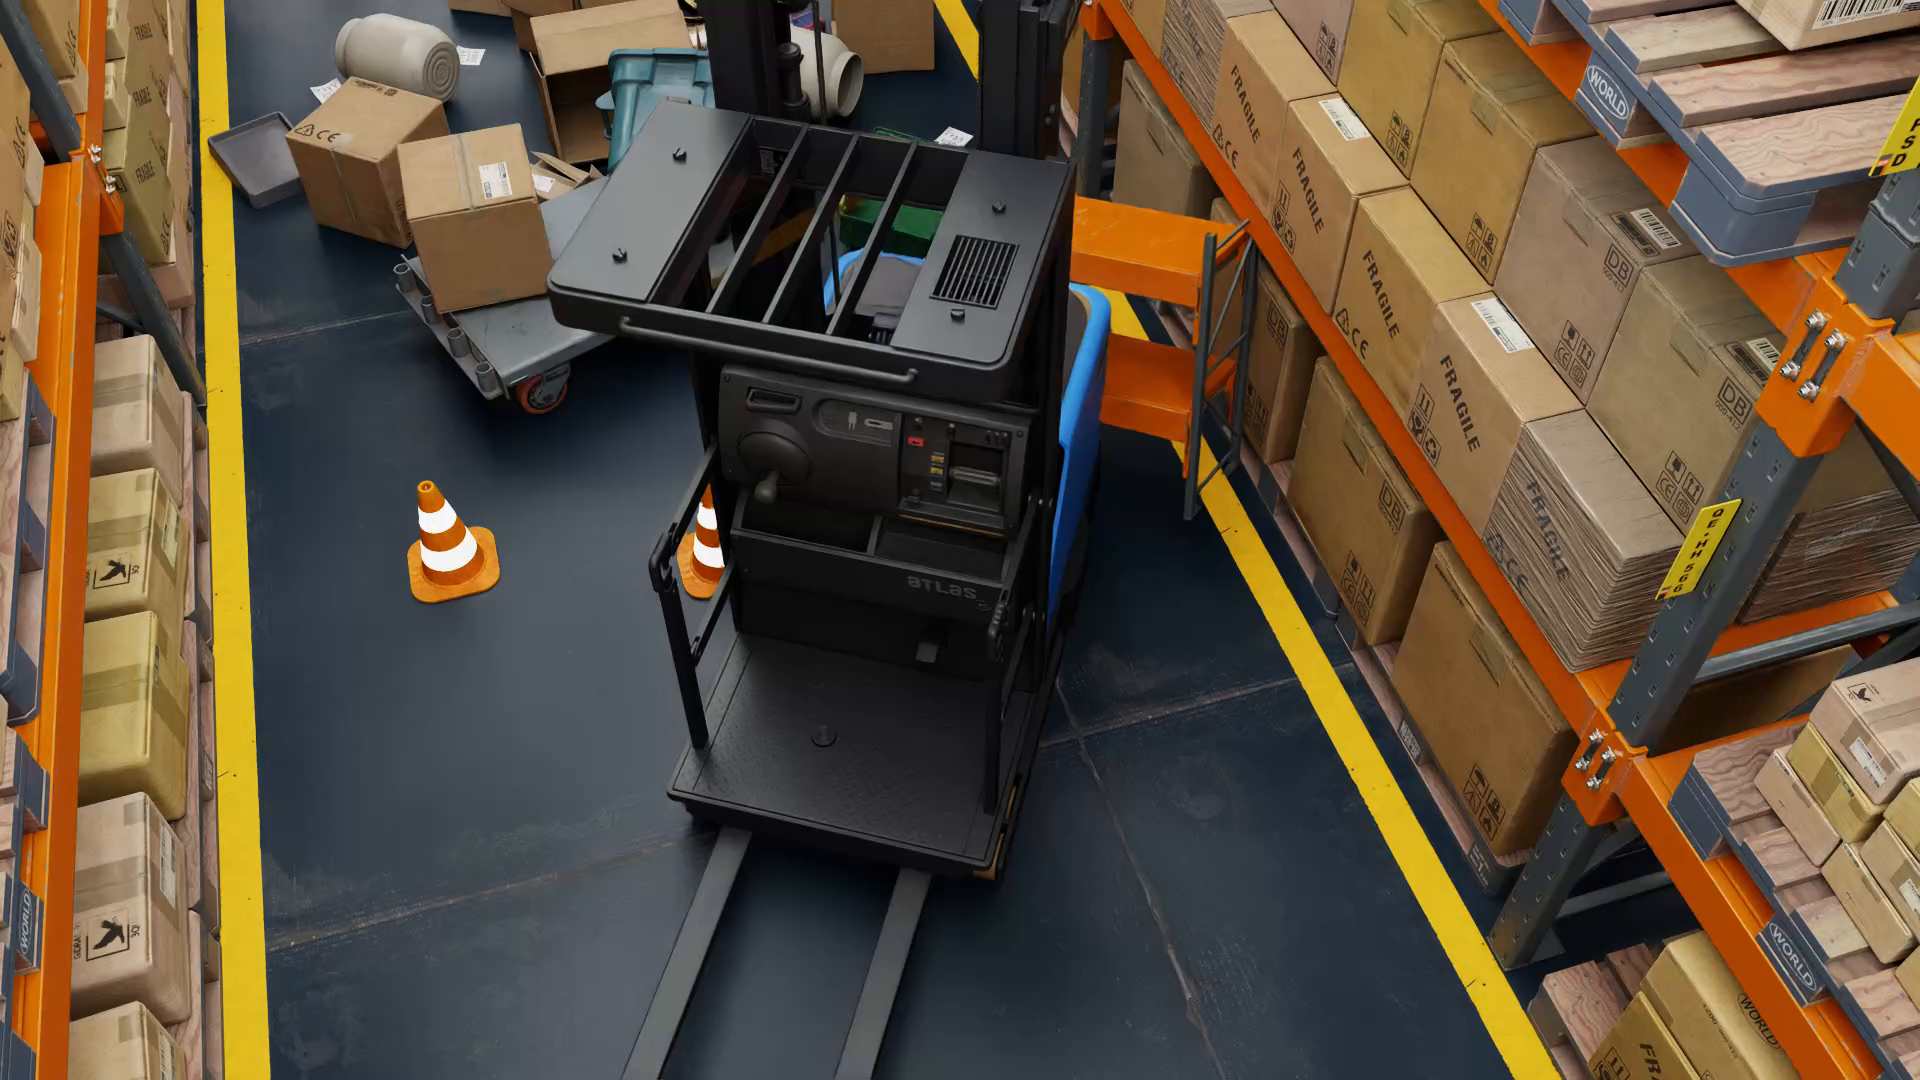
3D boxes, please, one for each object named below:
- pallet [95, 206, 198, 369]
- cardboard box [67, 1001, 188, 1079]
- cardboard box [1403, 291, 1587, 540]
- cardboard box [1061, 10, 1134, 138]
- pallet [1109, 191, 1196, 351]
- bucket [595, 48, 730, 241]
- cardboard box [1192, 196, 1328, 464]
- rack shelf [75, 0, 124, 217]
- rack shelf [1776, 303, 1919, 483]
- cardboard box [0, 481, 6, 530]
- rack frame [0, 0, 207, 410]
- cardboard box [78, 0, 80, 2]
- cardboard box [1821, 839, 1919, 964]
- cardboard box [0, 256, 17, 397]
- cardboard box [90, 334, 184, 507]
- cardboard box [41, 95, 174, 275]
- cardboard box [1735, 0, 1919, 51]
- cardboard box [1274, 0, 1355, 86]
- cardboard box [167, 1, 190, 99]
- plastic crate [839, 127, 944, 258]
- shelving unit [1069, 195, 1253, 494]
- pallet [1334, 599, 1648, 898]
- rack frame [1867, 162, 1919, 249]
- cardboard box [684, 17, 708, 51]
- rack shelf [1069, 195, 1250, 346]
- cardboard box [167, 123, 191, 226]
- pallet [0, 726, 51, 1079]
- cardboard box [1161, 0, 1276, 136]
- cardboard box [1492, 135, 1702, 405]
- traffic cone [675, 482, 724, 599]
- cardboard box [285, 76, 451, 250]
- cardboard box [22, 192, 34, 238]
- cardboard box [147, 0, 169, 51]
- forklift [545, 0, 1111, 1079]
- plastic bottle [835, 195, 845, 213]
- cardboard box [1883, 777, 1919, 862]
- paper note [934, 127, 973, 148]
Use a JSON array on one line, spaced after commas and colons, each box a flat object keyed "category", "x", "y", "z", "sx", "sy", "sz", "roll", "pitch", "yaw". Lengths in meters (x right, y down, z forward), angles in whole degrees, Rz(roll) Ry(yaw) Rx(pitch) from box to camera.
[{"category": "pallet", "x": -3.901, "y": -1.041, "z": 7.279, "sx": 1.003, "sy": 0.211, "sz": 1.213, "roll": -13, "pitch": 51, "yaw": -11}, {"category": "cardboard box", "x": -2.643, "y": 1.761, "z": 4.537, "sx": 0.950, "sy": 0.372, "sz": 0.625, "roll": -16, "pitch": 52, "yaw": -13}, {"category": "cardboard box", "x": 1.677, "y": -0.394, "z": 4.844, "sx": 0.500, "sy": 0.500, "sz": 0.500, "roll": -13, "pitch": 51, "yaw": -11}, {"category": "cardboard box", "x": 0.911, "y": -2.576, "z": 7.864, "sx": 0.875, "sy": 0.875, "sz": 0.875, "roll": -13, "pitch": 51, "yaw": -10}, {"category": "pallet", "x": 1.330, "y": -1.205, "z": 7.417, "sx": 1.003, "sy": 0.211, "sz": 1.213, "roll": -13, "pitch": 51, "yaw": -11}, {"category": "bucket", "x": -1.212, "y": -1.663, "z": 7.127, "sx": 0.726, "sy": 0.611, "sz": 0.620, "roll": 2, "pitch": 60, "yaw": 2}, {"category": "cardboard box", "x": 1.581, "y": -0.922, "z": 6.552, "sx": 1.050, "sy": 0.750, "sz": 0.750, "roll": -13, "pitch": 51, "yaw": -11}, {"category": "rack shelf", "x": -4.260, "y": -2.686, "z": 7.313, "sx": 1.077, "sy": 0.370, "sz": 4.000, "roll": -13, "pitch": 51, "yaw": -11}, {"category": "rack shelf", "x": 2.805, "y": 0.997, "z": 2.246, "sx": 1.077, "sy": 0.370, "sz": 4.000, "roll": -13, "pitch": 51, "yaw": -11}, {"category": "cardboard box", "x": -2.836, "y": -0.061, "z": 4.519, "sx": 0.380, "sy": 0.149, "sz": 0.250, "roll": -12, "pitch": 51, "yaw": -10}, {"category": "rack frame", "x": -3.669, "y": -1.457, "z": 5.806, "sx": 1.000, "sy": 3.000, "sz": 0.127, "roll": -13, "pitch": 51, "yaw": -11}, {"category": "cardboard box", "x": -3.727, "y": -2.227, "z": 6.620, "sx": 0.380, "sy": 0.149, "sz": 0.250, "roll": -12, "pitch": 51, "yaw": -10}, {"category": "cardboard box", "x": 2.232, "y": 0.785, "z": 3.805, "sx": 0.380, "sy": 0.149, "sz": 0.250, "roll": -11, "pitch": 51, "yaw": -9}, {"category": "cardboard box", "x": -3.018, "y": -0.695, "z": 4.629, "sx": 0.500, "sy": 0.500, "sz": 0.500, "roll": -12, "pitch": 51, "yaw": -10}, {"category": "cardboard box", "x": -3.511, "y": -0.363, "z": 6.328, "sx": 0.950, "sy": 0.372, "sz": 0.625, "roll": -13, "pitch": 51, "yaw": -11}, {"category": "cardboard box", "x": -3.585, "y": -1.440, "z": 6.825, "sx": 0.500, "sy": 0.500, "sz": 0.500, "roll": -11, "pitch": 51, "yaw": -9}, {"category": "cardboard box", "x": 1.826, "y": -1.176, "z": 3.420, "sx": 0.380, "sy": 0.166, "sz": 0.250, "roll": -13, "pitch": 51, "yaw": -11}, {"category": "cardboard box", "x": 1.486, "y": -1.899, "z": 5.459, "sx": 0.700, "sy": 0.500, "sz": 0.500, "roll": -13, "pitch": 51, "yaw": -11}, {"category": "cardboard box", "x": -4.050, "y": -2.337, "z": 8.072, "sx": 0.500, "sy": 0.250, "sz": 0.500, "roll": -15, "pitch": 51, "yaw": -12}, {"category": "plastic crate", "x": -0.273, "y": -1.593, "z": 7.722, "sx": 0.450, "sy": 0.188, "sz": 0.662, "roll": 16, "pitch": 51, "yaw": 0}, {"category": "shelving unit", "x": 0.524, "y": -0.798, "z": 6.318, "sx": 1.030, "sy": 0.981, "sz": 0.538, "roll": 16, "pitch": 36, "yaw": 25}, {"category": "pallet", "x": 2.052, "y": 0.577, "z": 5.915, "sx": 1.003, "sy": 0.211, "sz": 1.213, "roll": -13, "pitch": 51, "yaw": -11}, {"category": "rack frame", "x": 2.213, "y": -1.662, "z": 2.055, "sx": 1.000, "sy": 3.000, "sz": 0.127, "roll": -13, "pitch": 51, "yaw": -11}, {"category": "cardboard box", "x": -1.238, "y": -2.608, "z": 8.565, "sx": 0.396, "sy": 0.266, "sz": 0.258, "roll": -6, "pitch": 50, "yaw": -5}, {"category": "rack shelf", "x": 0.522, "y": -1.046, "z": 6.163, "sx": 1.000, "sy": 0.278, "sz": 0.538, "roll": 16, "pitch": 36, "yaw": 25}, {"category": "cardboard box", "x": -3.754, "y": -1.586, "z": 7.438, "sx": 0.500, "sy": 0.250, "sz": 0.500, "roll": -11, "pitch": 51, "yaw": -9}, {"category": "pallet", "x": -2.798, "y": 1.030, "z": 3.835, "sx": 1.213, "sy": 0.211, "sz": 1.003, "roll": -13, "pitch": 51, "yaw": -11}, {"category": "cardboard box", "x": 1.079, "y": -1.869, "z": 6.088, "sx": 0.500, "sy": 0.500, "sz": 0.500, "roll": -13, "pitch": 51, "yaw": -11}, {"category": "cardboard box", "x": 1.939, "y": -0.783, "z": 4.518, "sx": 0.700, "sy": 0.500, "sz": 0.500, "roll": -14, "pitch": 51, "yaw": -12}, {"category": "traffic cone", "x": -0.923, "y": -0.065, "z": 6.292, "sx": 0.336, "sy": 0.463, "sz": 0.334, "roll": -13, "pitch": 51, "yaw": -11}, {"category": "cardboard box", "x": -2.686, "y": -1.743, "z": 7.680, "sx": 0.500, "sy": 0.500, "sz": 0.500, "roll": 18, "pitch": 52, "yaw": 14}, {"category": "cardboard box", "x": -3.192, "y": -1.002, "z": 5.312, "sx": 0.380, "sy": 0.149, "sz": 0.250, "roll": -15, "pitch": 51, "yaw": -12}, {"category": "cardboard box", "x": -4.065, "y": -2.593, "z": 7.797, "sx": 0.500, "sy": 0.500, "sz": 0.500, "roll": -14, "pitch": 51, "yaw": -12}, {"category": "forklift", "x": -0.313, "y": -0.116, "z": 4.779, "sx": 1.129, "sy": 2.843, "sz": 3.031, "roll": 11, "pitch": 51, "yaw": 9}, {"category": "plastic bottle", "x": -0.493, "y": -1.564, "z": 7.818, "sx": 0.283, "sy": 0.061, "sz": 0.133, "roll": 35, "pitch": 58, "yaw": 26}, {"category": "cardboard box", "x": 2.247, "y": 0.602, "z": 3.571, "sx": 0.380, "sy": 0.149, "sz": 0.250, "roll": -15, "pitch": 51, "yaw": -12}, {"category": "paper note", "x": -0.034, "y": -1.980, "z": 8.188, "sx": 0.142, "sy": 0.020, "sz": 0.147, "roll": 26, "pitch": 55, "yaw": 20}]
